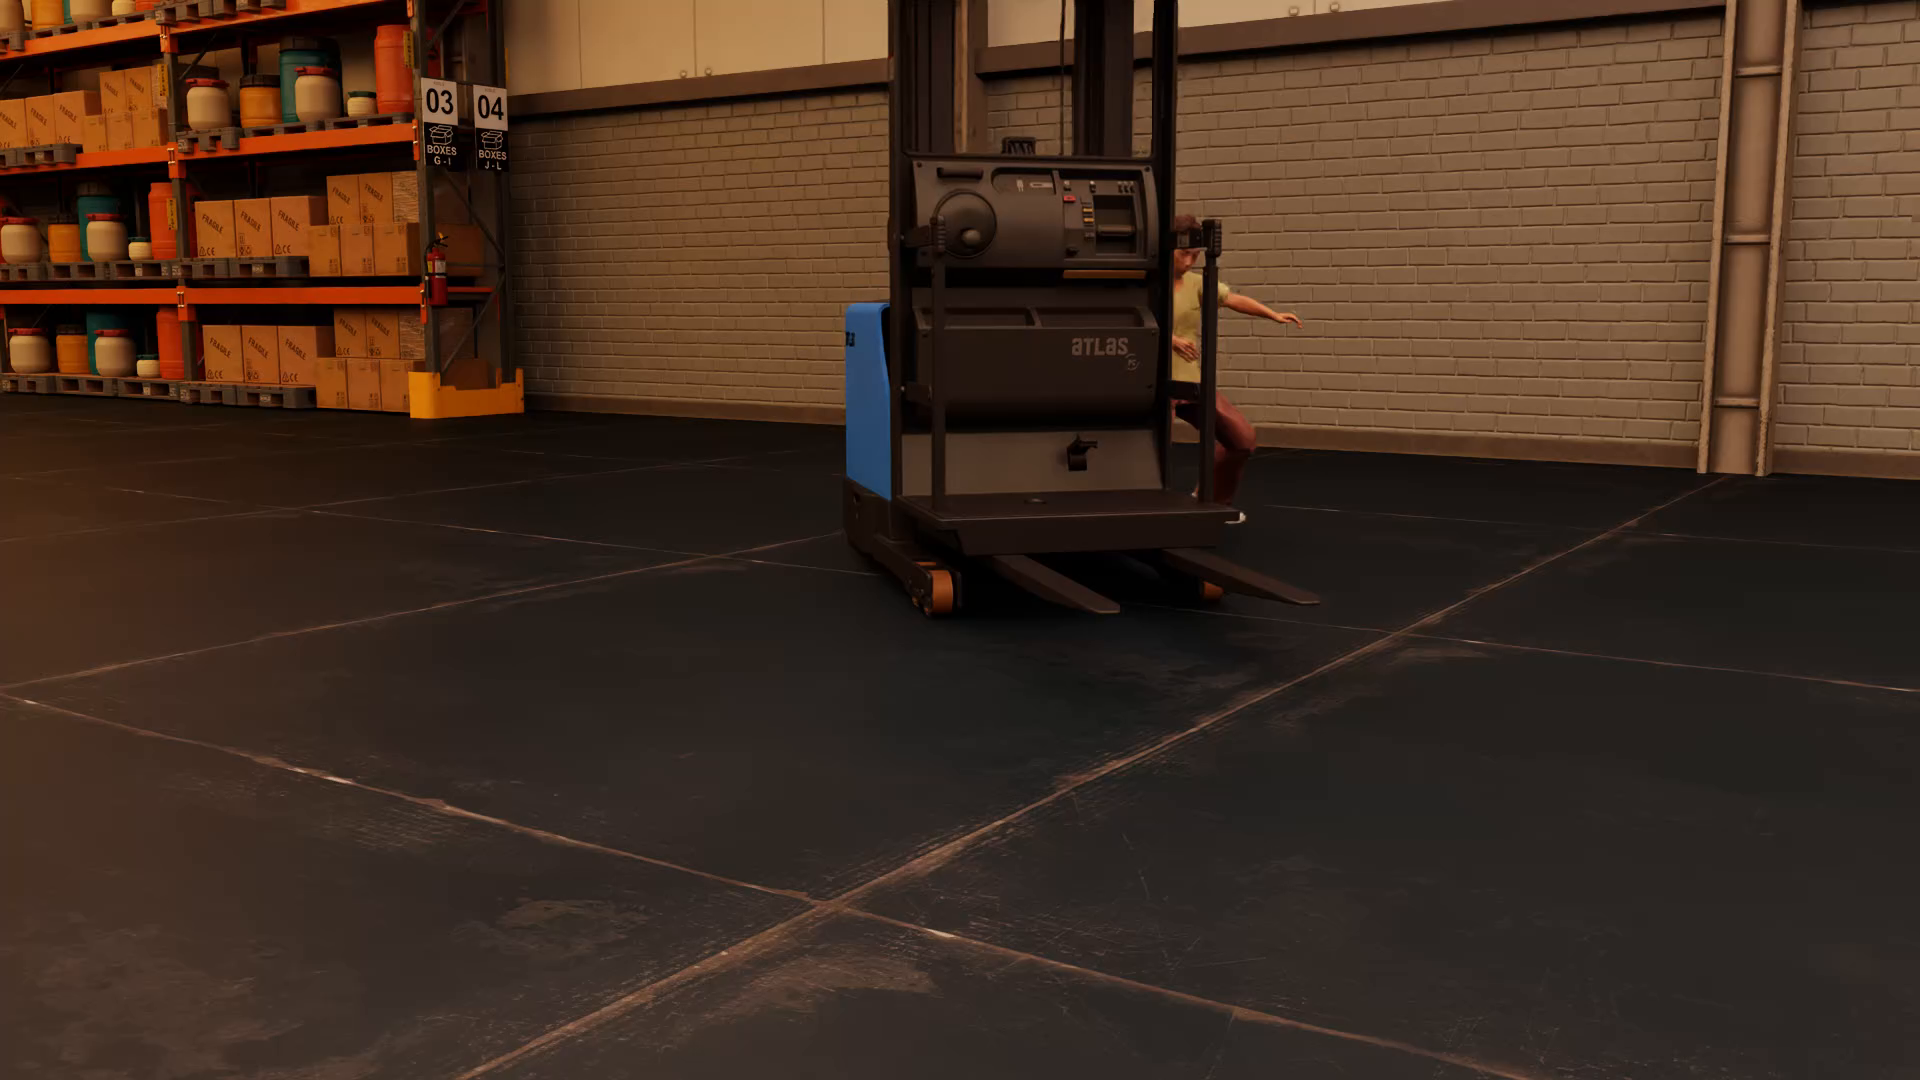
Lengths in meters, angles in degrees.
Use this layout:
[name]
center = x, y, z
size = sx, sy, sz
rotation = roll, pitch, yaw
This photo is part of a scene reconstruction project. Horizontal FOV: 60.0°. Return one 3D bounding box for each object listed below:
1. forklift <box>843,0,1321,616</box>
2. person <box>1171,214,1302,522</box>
[forklift]
center = 0.339, -1.247, 5.959
size = 1.130, 2.935, 3.031
rotation = -2, 8, -14
[person]
center = 1.078, -0.734, 7.595
size = 1.213, 1.486, 0.825
rotation = -6, 10, -35
